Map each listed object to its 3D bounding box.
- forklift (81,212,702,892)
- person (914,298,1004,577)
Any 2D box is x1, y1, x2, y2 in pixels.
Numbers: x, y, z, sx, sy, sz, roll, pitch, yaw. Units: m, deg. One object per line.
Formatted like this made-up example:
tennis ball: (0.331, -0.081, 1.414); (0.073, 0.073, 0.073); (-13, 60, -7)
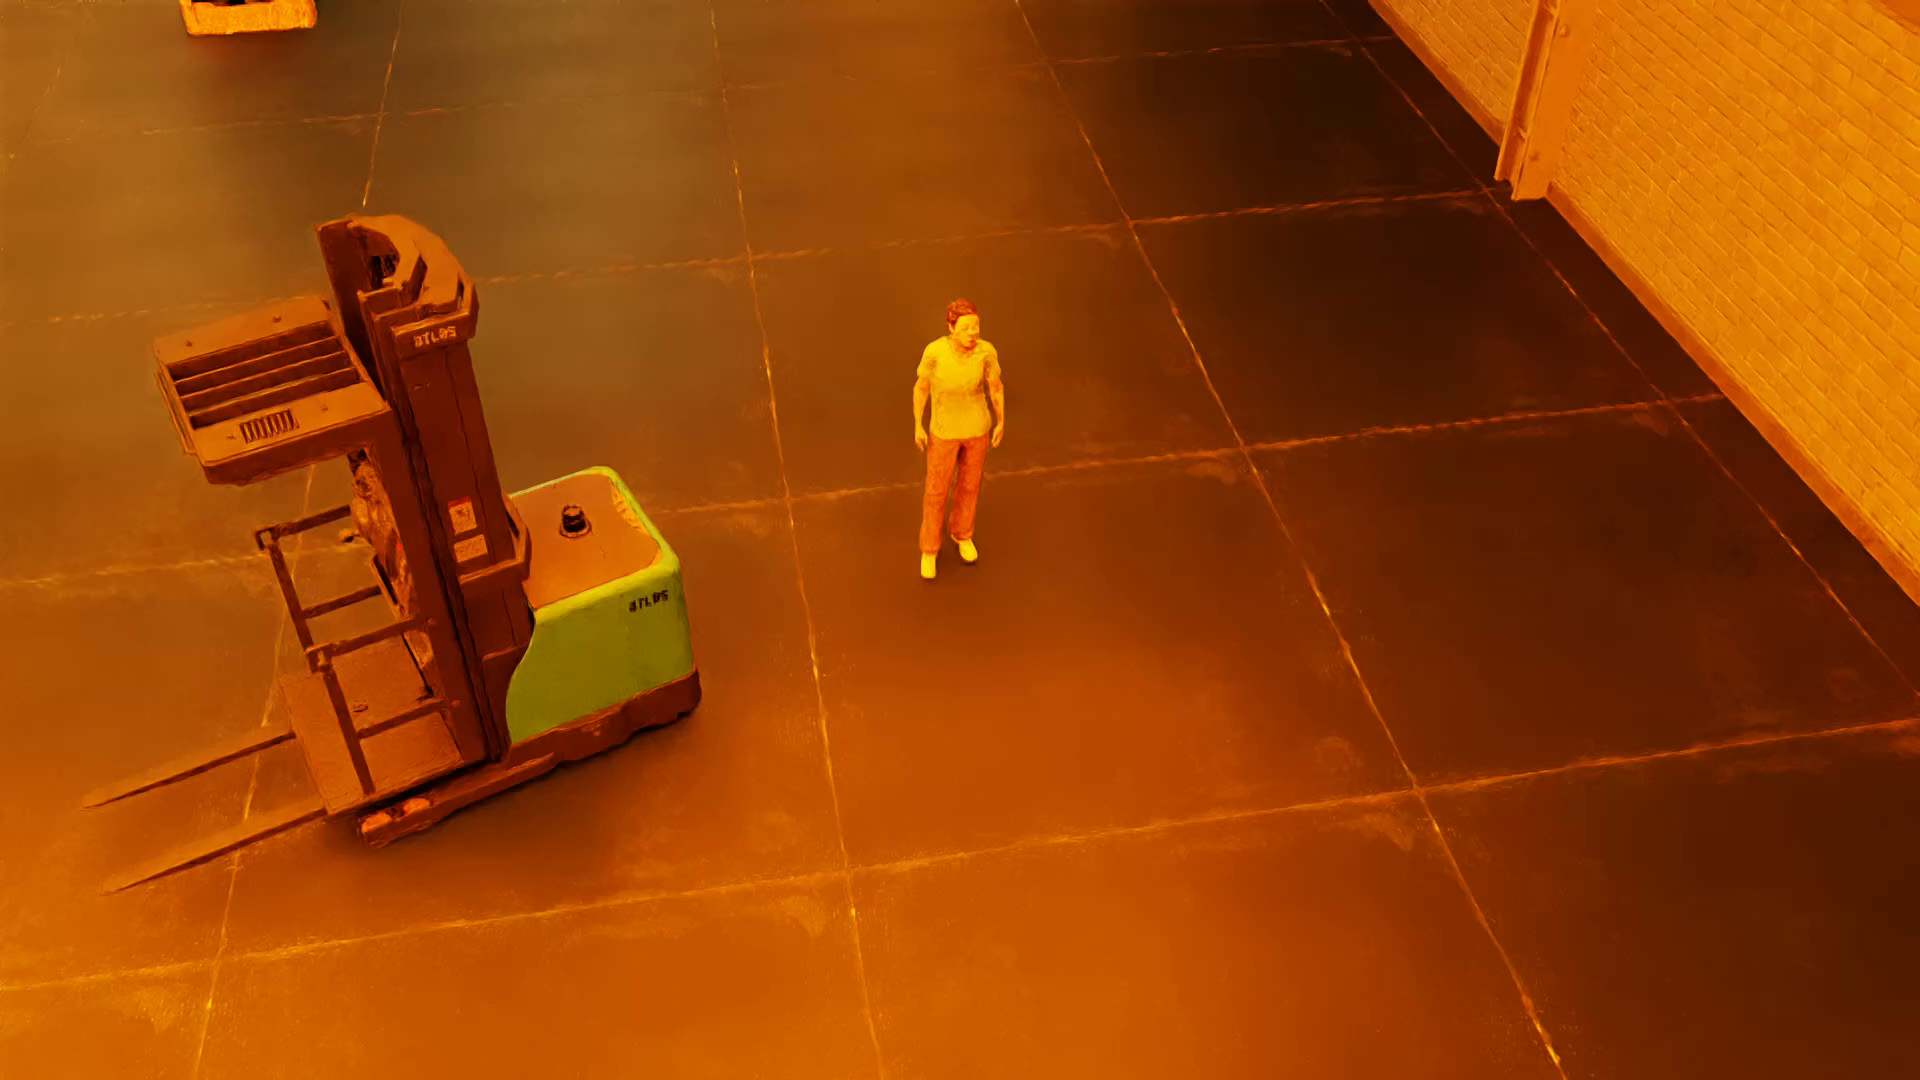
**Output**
forklift: (-2.943, 0.034, 7.917); (3.031, 2.935, 1.130); (-21, 45, -23)
person: (0.002, -0.596, 9.616); (0.554, 1.674, 0.548); (-7, 41, -8)
